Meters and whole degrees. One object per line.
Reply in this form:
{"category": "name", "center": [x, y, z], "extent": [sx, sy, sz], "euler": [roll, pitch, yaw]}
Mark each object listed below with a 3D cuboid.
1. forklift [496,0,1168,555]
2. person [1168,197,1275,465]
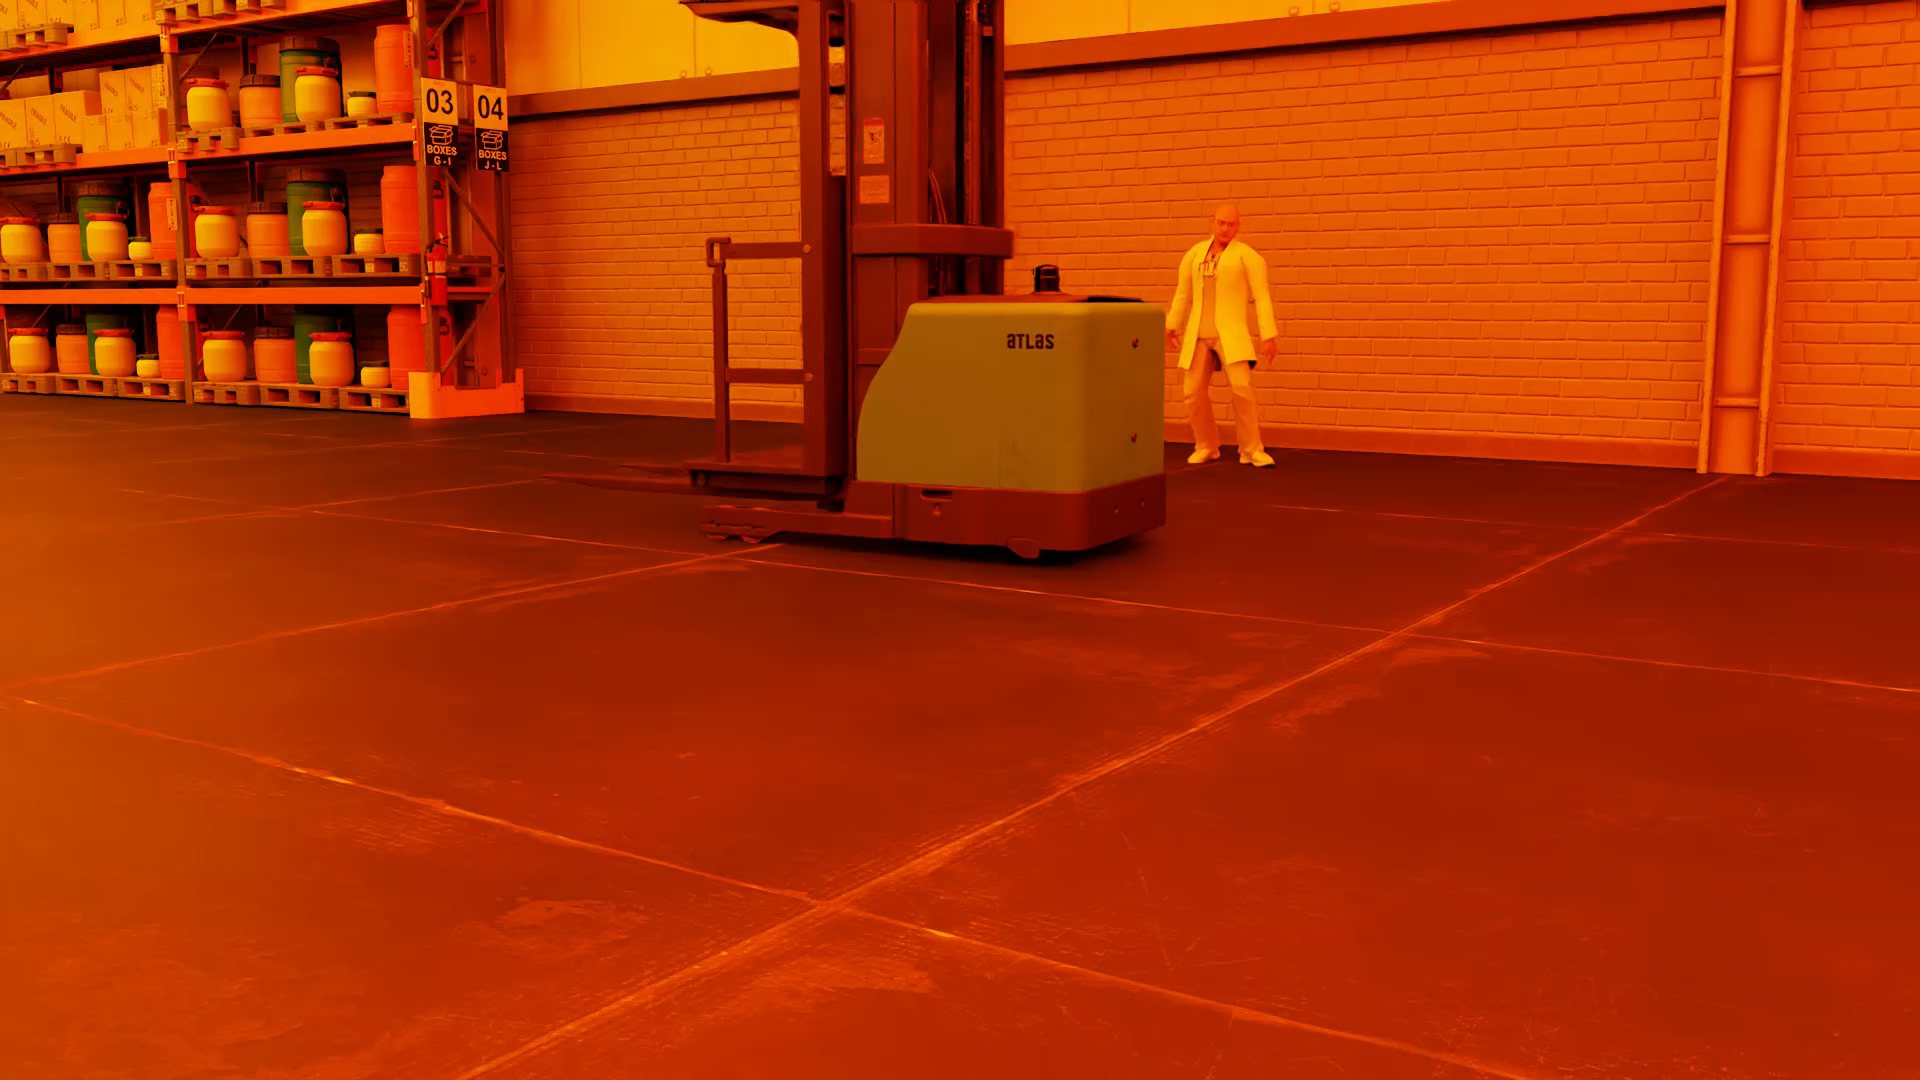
{"category": "forklift", "center": [-0.596, -1.469, 7.520], "extent": [3.031, 2.935, 1.130], "euler": [2, 8, 12]}
{"category": "person", "center": [1.740, -1.406, 11.201], "extent": [0.736, 1.775, 0.431], "euler": [4, 9, 23]}
